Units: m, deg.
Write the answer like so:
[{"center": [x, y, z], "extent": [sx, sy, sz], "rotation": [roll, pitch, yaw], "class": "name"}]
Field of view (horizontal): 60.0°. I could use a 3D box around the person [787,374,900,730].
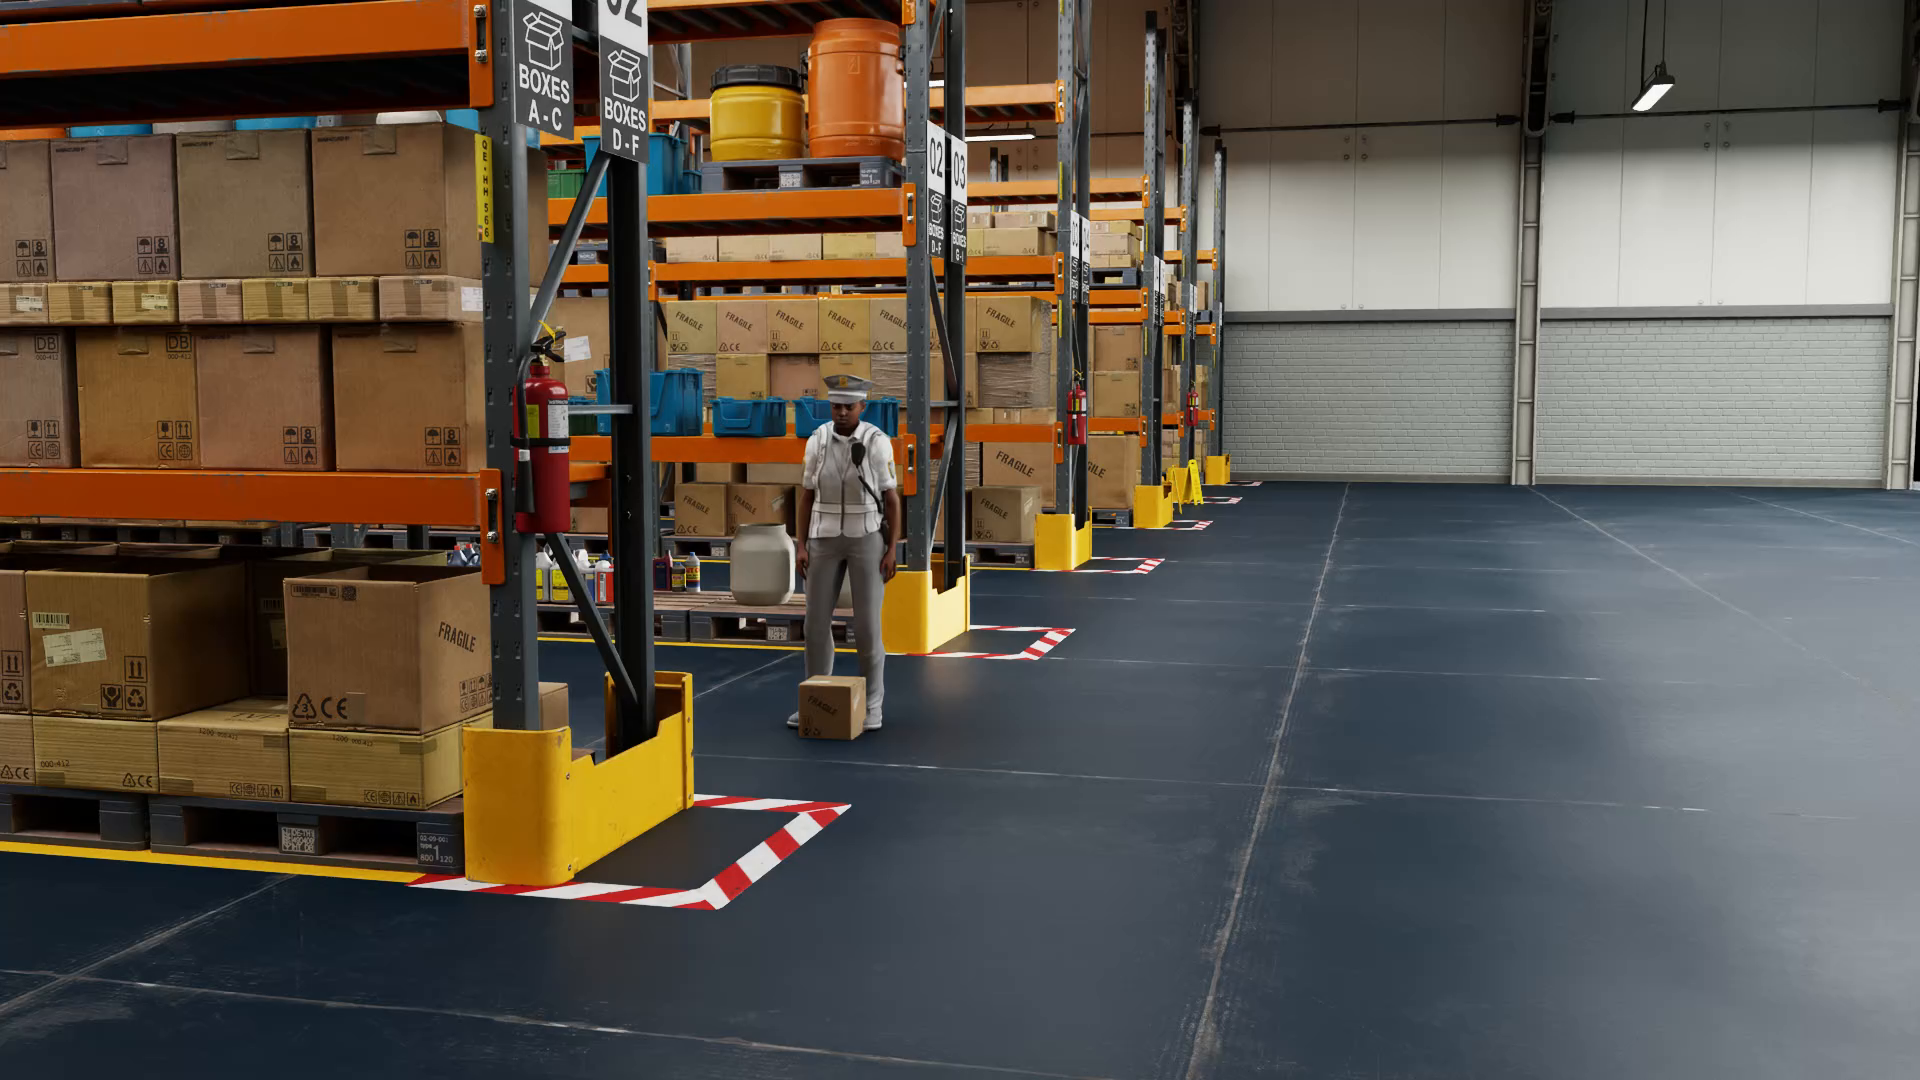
[{"center": [-0.543, 0.053, 7.845], "extent": [0.515, 1.655, 0.397], "rotation": [1, 5, 11], "class": "person"}]
